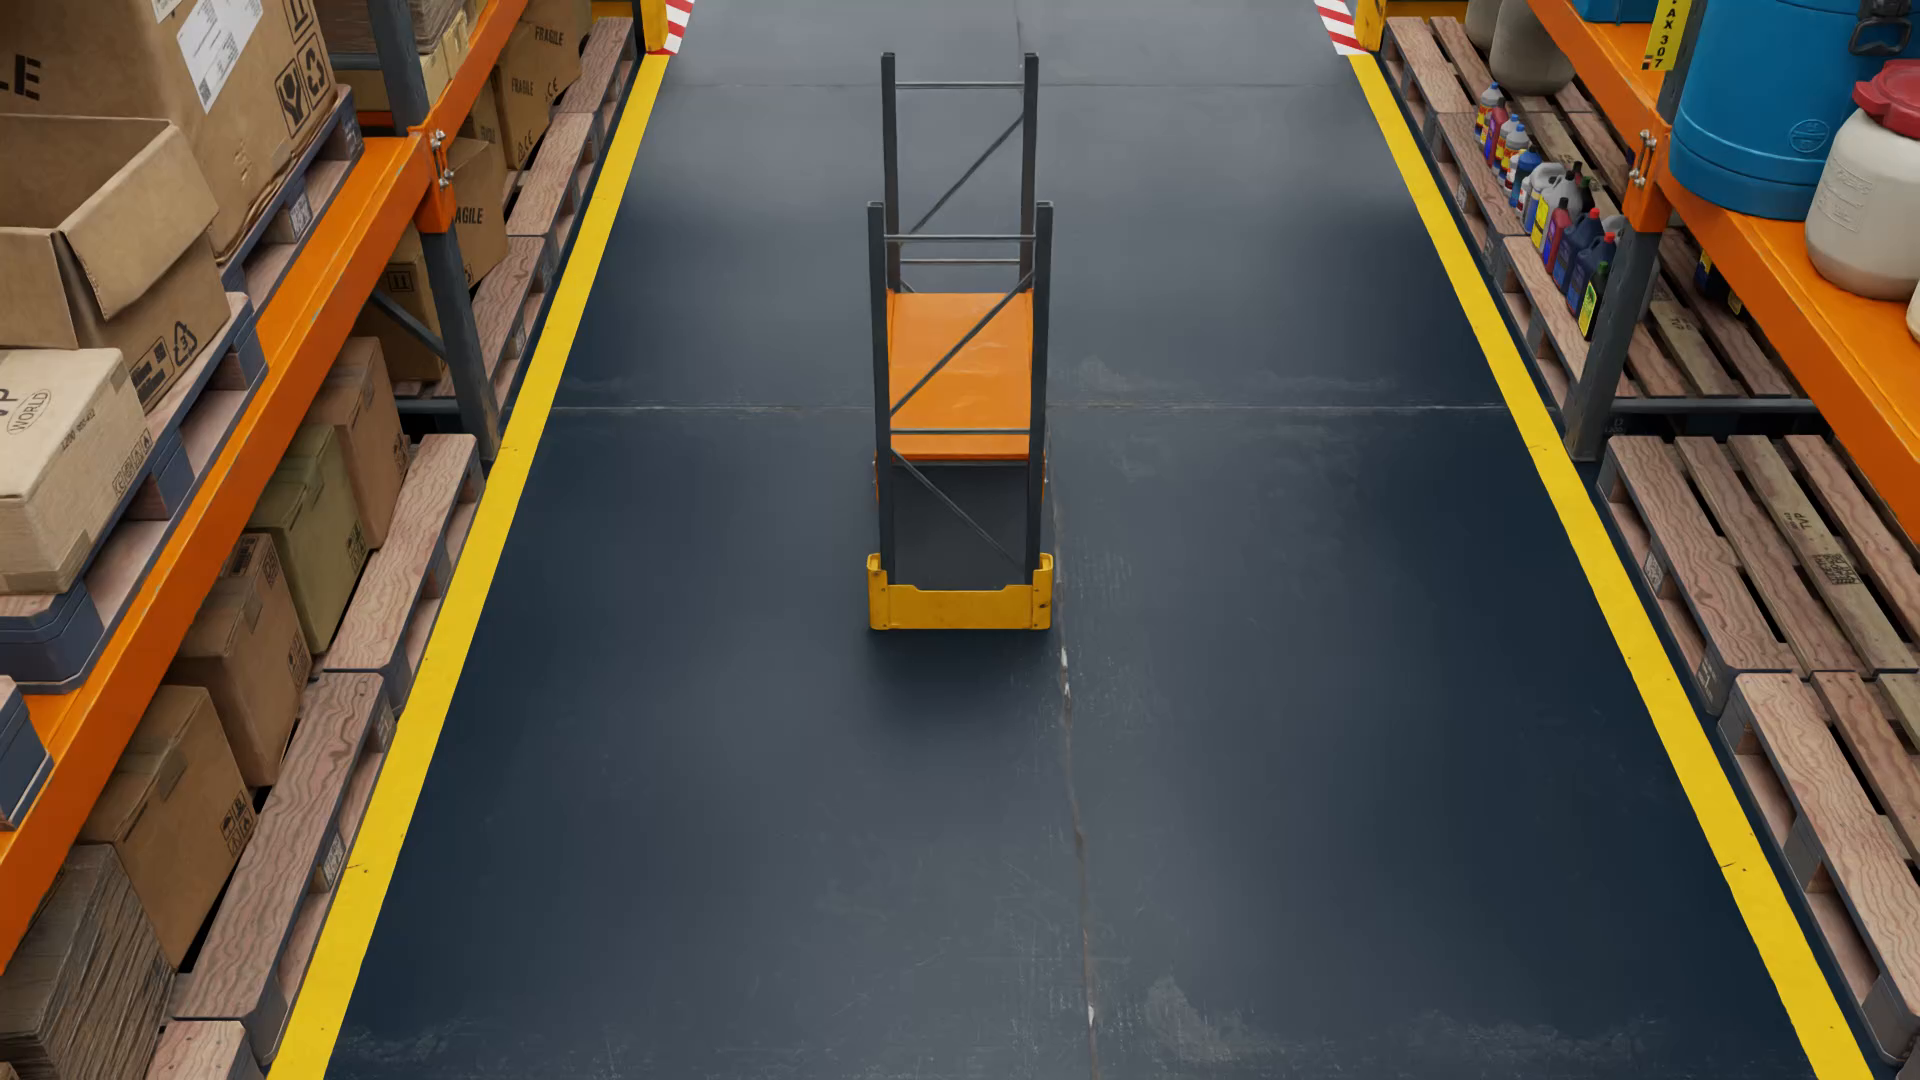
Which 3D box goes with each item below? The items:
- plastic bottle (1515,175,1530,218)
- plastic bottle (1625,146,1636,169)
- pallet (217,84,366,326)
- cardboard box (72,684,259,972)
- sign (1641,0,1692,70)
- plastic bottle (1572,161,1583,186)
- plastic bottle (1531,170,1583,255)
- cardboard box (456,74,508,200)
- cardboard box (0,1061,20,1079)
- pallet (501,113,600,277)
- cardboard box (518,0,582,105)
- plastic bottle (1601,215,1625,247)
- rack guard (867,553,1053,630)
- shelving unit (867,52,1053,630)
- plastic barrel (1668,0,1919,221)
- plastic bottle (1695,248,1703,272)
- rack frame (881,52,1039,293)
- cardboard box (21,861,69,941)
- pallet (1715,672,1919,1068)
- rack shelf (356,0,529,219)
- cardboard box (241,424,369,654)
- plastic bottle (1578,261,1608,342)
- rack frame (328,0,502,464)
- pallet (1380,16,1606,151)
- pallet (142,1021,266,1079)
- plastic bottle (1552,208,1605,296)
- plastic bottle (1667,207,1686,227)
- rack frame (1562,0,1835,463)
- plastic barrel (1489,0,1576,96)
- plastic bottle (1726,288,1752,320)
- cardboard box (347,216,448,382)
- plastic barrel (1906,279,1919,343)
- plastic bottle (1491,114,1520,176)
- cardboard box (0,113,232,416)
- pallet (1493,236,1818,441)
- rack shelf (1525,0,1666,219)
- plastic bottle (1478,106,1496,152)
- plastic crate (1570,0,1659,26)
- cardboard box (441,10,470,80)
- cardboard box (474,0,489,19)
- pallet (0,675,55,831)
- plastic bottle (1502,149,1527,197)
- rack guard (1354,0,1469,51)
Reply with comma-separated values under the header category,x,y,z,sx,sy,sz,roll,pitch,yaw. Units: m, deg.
category,x,y,z,sx,sy,sz,roll,pitch,yaw
plastic bottle,2.431,-1.473,7.075,0.097,0.201,0.097,0,39,0
plastic bottle,3.047,-1.800,7.418,0.061,0.283,0.133,0,39,0
pallet,-2.353,-0.937,4.674,1.003,0.211,1.213,0,39,0
cardboard box,-2.245,0.695,4.131,0.700,0.500,0.500,3,39,4
sign,2.195,-1.608,5.136,0.100,0.325,0.005,0,39,0
plastic bottle,2.565,-1.432,6.958,0.061,0.283,0.133,0,39,0
plastic bottle,2.455,-1.356,6.810,0.144,0.351,0.185,0,39,0
cardboard box,-2.256,-1.675,7.104,0.500,0.500,0.500,-3,39,-4
cardboard box,-2.224,1.396,3.256,0.700,0.500,0.500,-2,39,-2
pallet,-2.249,-1.587,7.561,1.003,0.211,1.213,0,39,0
cardboard box,-2.194,-2.415,8.028,0.500,0.500,0.500,10,40,12
plastic bottle,2.604,-1.141,6.601,0.152,0.276,0.135,0,39,0
rack guard,0.000,0.166,5.343,0.587,0.250,0.087,0,39,0
shelving unit,0.000,-0.633,5.340,0.587,1.500,1.083,0,39,0
plastic barrel,2.442,-1.447,4.756,0.600,0.901,0.708,0,39,0
plastic bottle,3.038,-1.196,6.674,0.097,0.271,0.097,0,39,0
rack frame,-0.001,-0.956,5.744,0.500,1.500,0.032,0,39,0
cardboard box,-2.245,0.772,3.435,0.500,0.250,0.500,4,39,5
pallet,2.789,0.851,4.520,1.003,0.211,1.213,0,39,0
rack shelf,-2.210,-2.460,6.996,1.077,0.370,4.000,0,39,0
cardboard box,-2.247,-0.004,5.003,0.700,0.500,0.500,0,39,0
plastic bottle,2.414,-0.906,6.302,0.061,0.283,0.133,2,39,2
rack frame,-2.208,-1.490,5.210,1.000,3.000,0.127,0,39,0
pallet,2.783,-2.351,8.515,1.003,0.211,1.213,0,39,0
pallet,-2.203,1.611,3.571,1.003,0.211,1.213,0,39,0
plastic bottle,2.456,-1.154,6.558,0.144,0.351,0.185,-2,39,-2
plastic bottle,3.010,-1.475,7.019,0.152,0.276,0.135,0,39,0
rack frame,2.745,-1.493,5.215,1.000,3.000,0.127,0,39,0
plastic barrel,2.818,-2.463,8.078,0.421,0.512,0.421,0,39,0
plastic bottle,3.049,-1.006,6.428,0.061,0.283,0.133,0,39,0
cardboard box,-2.169,-0.928,6.173,0.500,0.500,0.500,-1,39,-1
plastic barrel,2.593,-0.612,4.225,0.301,0.262,0.301,0,39,0
plastic bottle,2.431,-1.753,7.369,0.097,0.271,0.097,0,39,0
cardboard box,-2.114,-0.610,3.694,0.797,0.503,0.637,4,39,5
pallet,2.786,-0.825,6.611,1.003,0.211,1.213,0,39,0
rack shelf,2.742,-2.463,7.001,1.077,0.370,4.000,0,39,0
plastic bottle,2.431,-1.876,7.578,0.097,0.201,0.097,0,39,0
plastic crate,2.472,-2.127,6.125,0.499,0.251,0.616,0,39,0
cardboard box,-1.895,-1.683,5.652,0.380,0.149,0.250,0,39,0
cardboard box,-1.933,-1.995,6.042,0.380,0.149,0.250,0,39,0
pallet,-2.311,0.641,2.705,1.213,0.211,1.003,0,39,0
plastic bottle,2.431,-1.602,7.236,0.097,0.201,0.097,0,39,0
rack guard,2.787,-2.972,9.059,1.175,0.500,0.348,0,39,0
